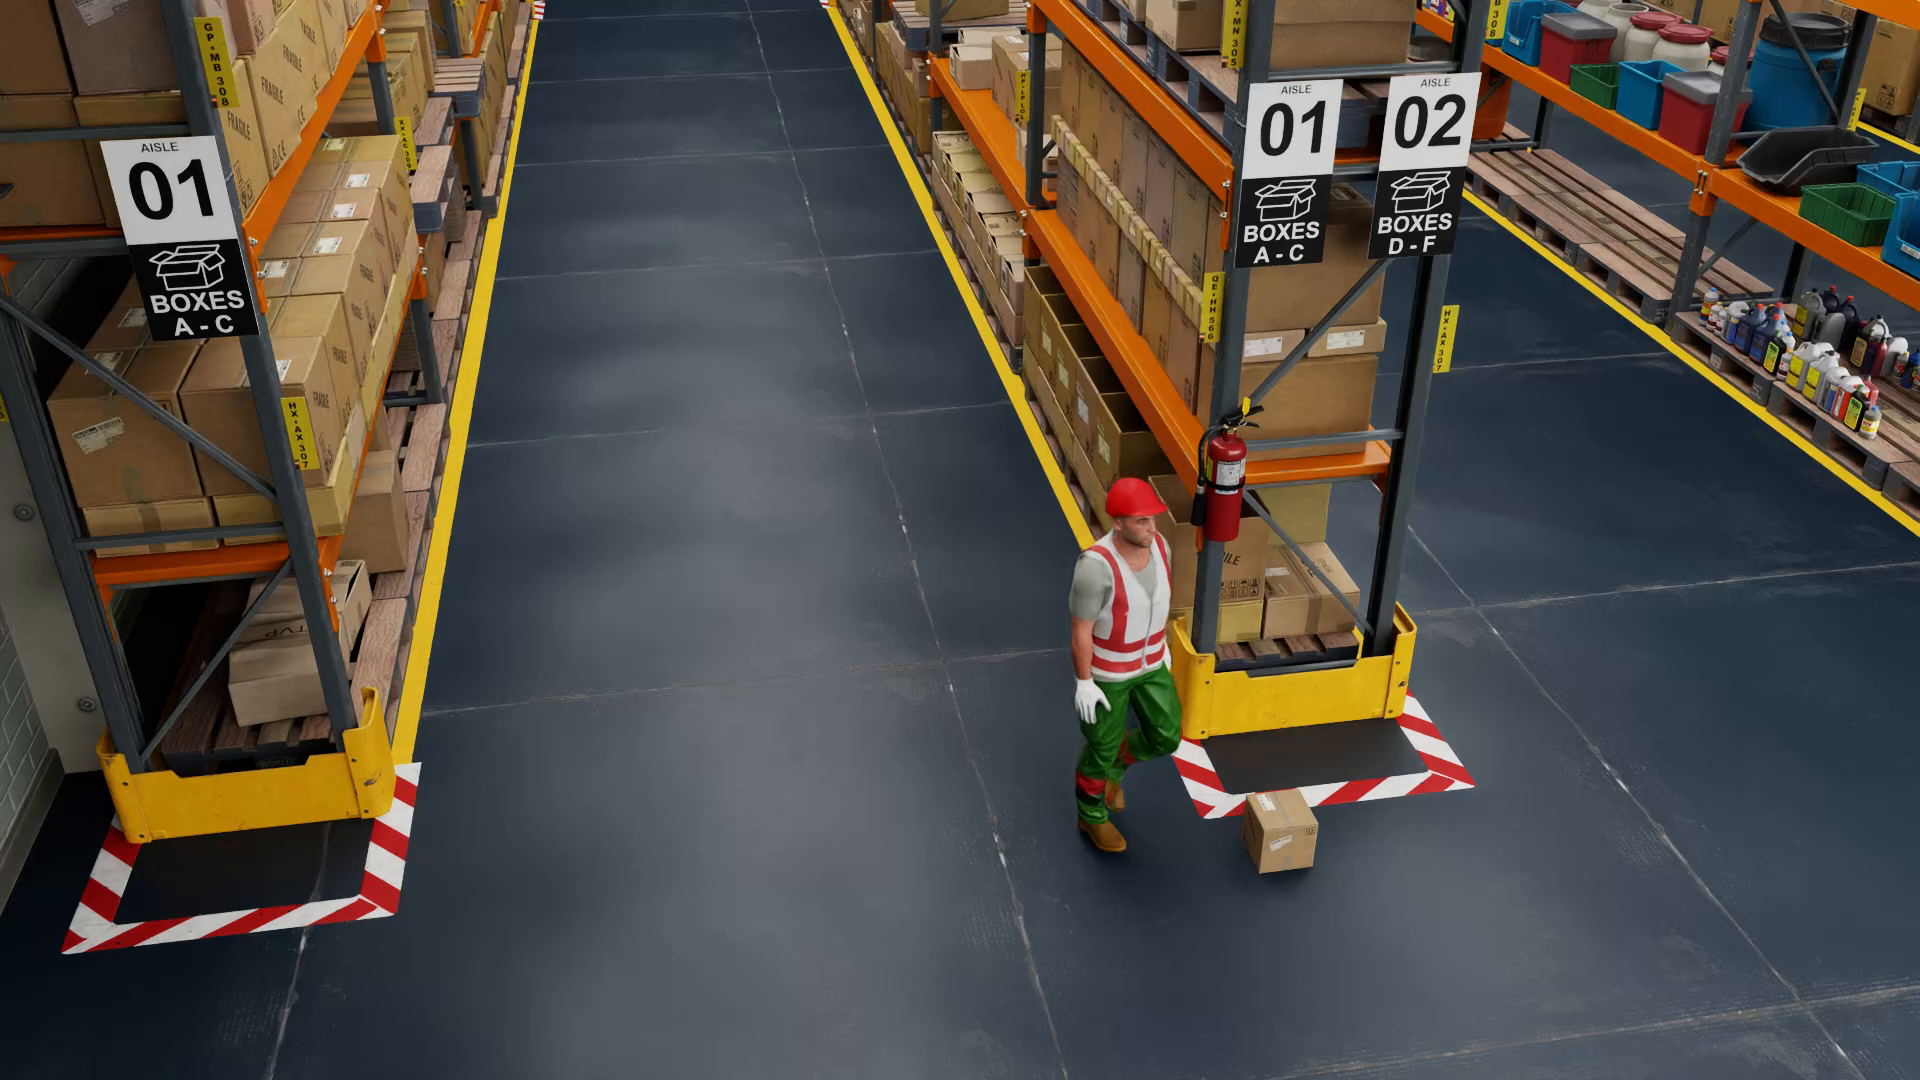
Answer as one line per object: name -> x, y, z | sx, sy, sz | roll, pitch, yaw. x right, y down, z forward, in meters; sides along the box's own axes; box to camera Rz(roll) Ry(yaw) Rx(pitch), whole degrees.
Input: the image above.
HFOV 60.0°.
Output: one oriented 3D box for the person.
person -> 0.693, 0.534, 7.154 | 0.568, 1.786, 0.479 | -21, 36, -31
